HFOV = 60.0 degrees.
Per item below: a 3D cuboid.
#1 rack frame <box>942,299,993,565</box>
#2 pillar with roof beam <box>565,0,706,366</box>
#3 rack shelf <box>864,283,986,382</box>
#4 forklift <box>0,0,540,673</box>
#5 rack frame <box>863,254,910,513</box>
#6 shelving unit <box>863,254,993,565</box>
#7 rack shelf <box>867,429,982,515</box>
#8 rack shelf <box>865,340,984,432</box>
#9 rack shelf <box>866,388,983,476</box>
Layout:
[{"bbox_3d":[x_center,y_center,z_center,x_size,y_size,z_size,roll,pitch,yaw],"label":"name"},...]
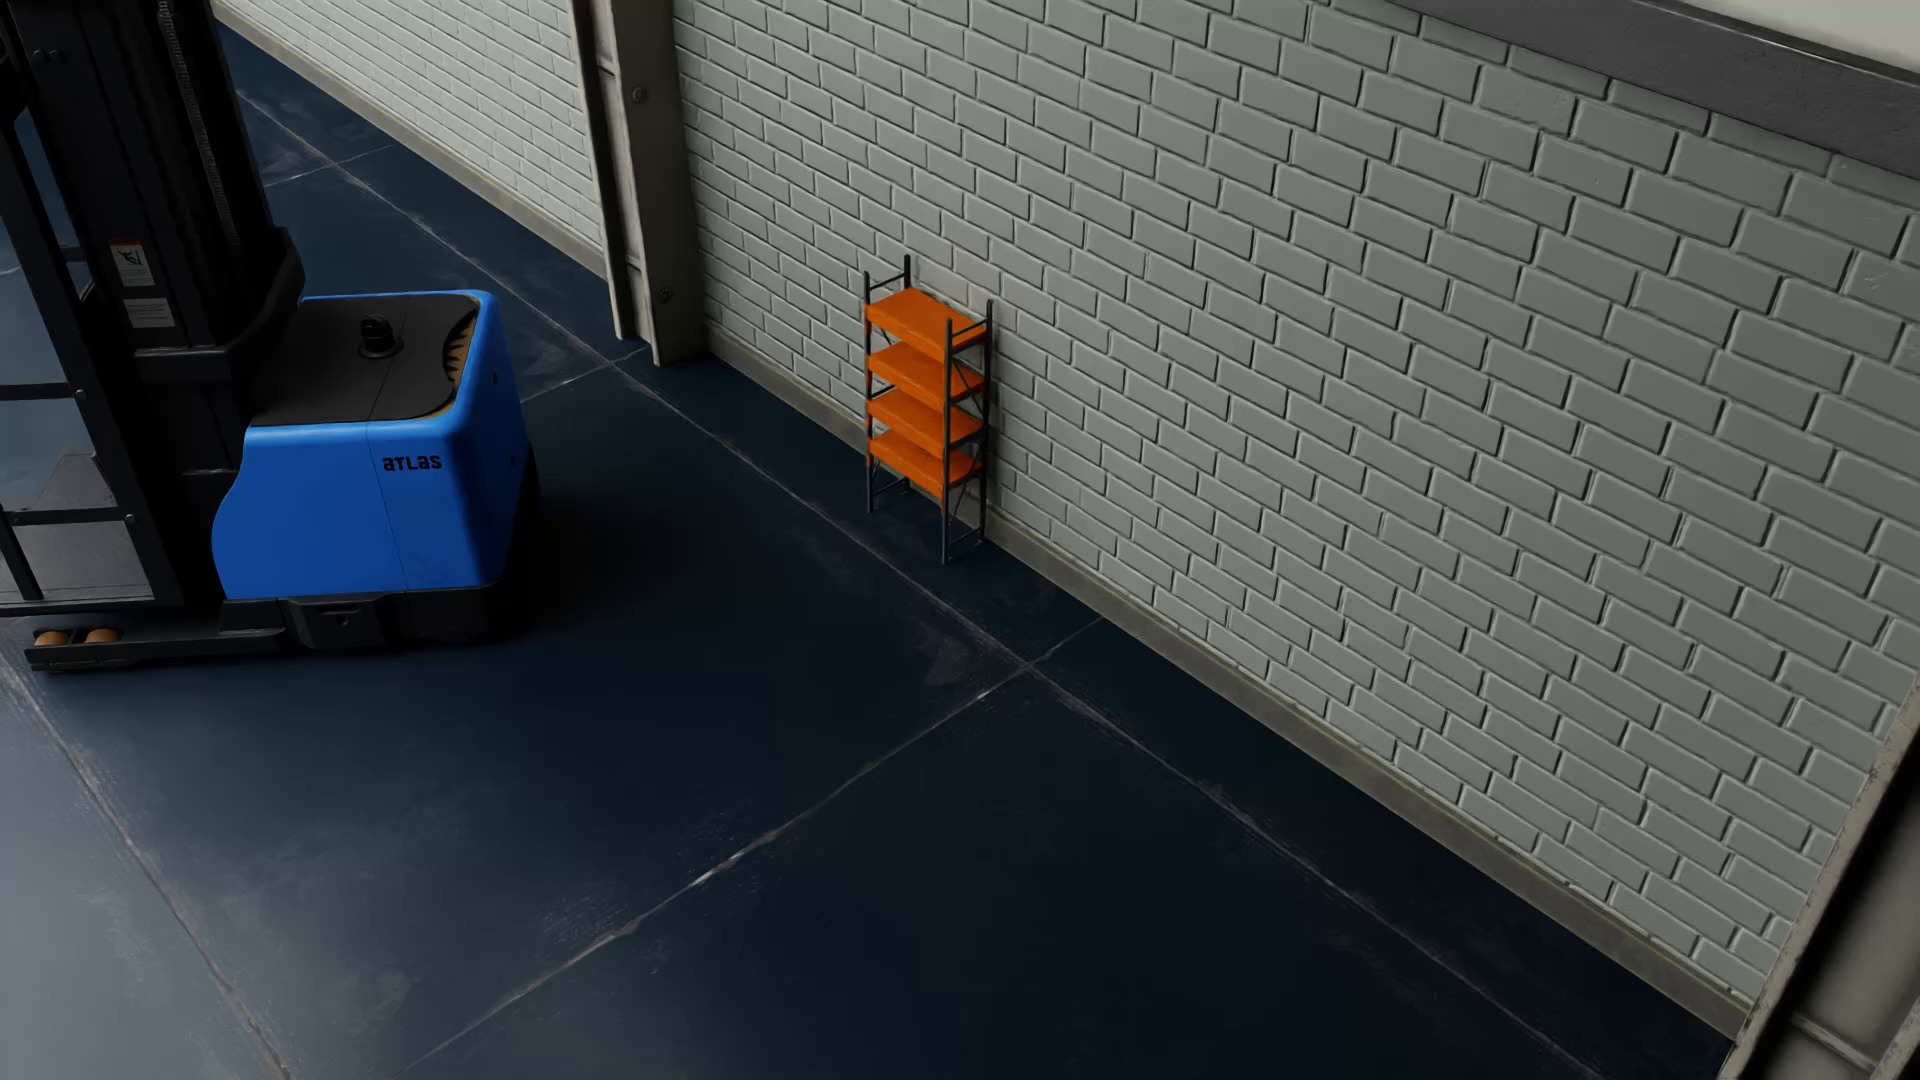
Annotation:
[{"bbox_3d":[0.026,-0.419,6.809,0.240,1.200,0.015,-29,47,-33],"label":"rack frame"},{"bbox_3d":[-4.694,-2.694,3.424,9.100,9.000,0.400,-30,48,-32],"label":"pillar with roof beam"},{"bbox_3d":[-0.133,-0.841,6.706,0.258,0.148,0.480,-29,47,-33],"label":"rack shelf"},{"bbox_3d":[-3.344,-0.961,6.108,3.031,2.935,1.130,-3,39,-4],"label":"forklift"},{"bbox_3d":[-0.307,-0.643,7.086,0.240,1.200,0.015,-29,47,-33],"label":"rack frame"},{"bbox_3d":[-0.140,-0.531,6.947,0.258,1.200,0.503,-29,47,-33],"label":"shelving unit"},{"bbox_3d":[-0.145,-0.322,7.111,0.258,0.148,0.480,-29,47,-33],"label":"rack shelf"},{"bbox_3d":[-0.137,-0.654,6.851,0.258,0.148,0.480,-29,47,-33],"label":"rack shelf"},{"bbox_3d":[-0.141,-0.478,6.989,0.258,0.148,0.480,-29,47,-33],"label":"rack shelf"}]
